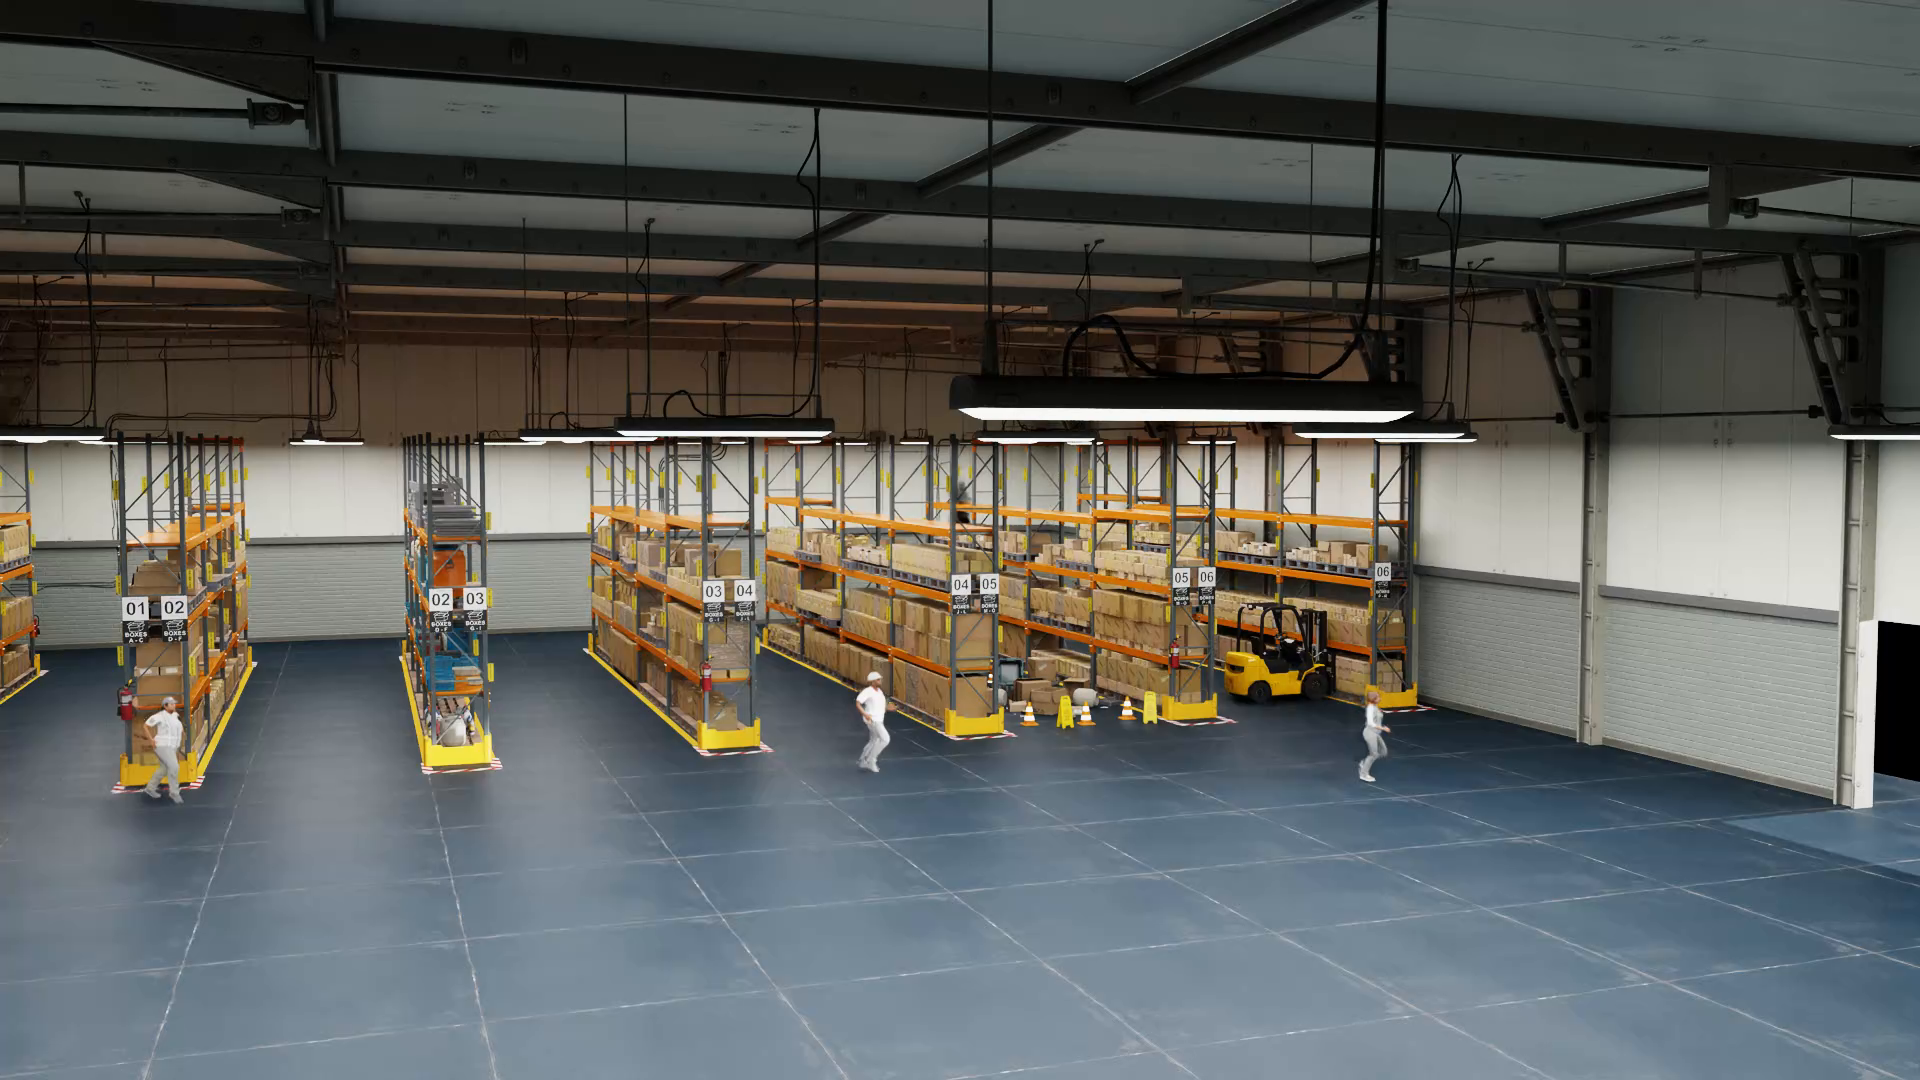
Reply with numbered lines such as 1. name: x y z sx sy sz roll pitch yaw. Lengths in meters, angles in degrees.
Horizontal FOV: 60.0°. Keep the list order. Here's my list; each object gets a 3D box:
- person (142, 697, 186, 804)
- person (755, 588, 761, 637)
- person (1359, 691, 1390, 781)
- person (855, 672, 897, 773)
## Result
1. person: -12.881 3.400 27.009 0.781 1.717 0.607 0 3 5
2. person: -6.313 2.170 49.395 0.778 1.647 0.705 -1 3 -10
3. person: 7.121 3.354 28.510 0.545 1.559 0.566 2 4 26
4. person: -1.485 3.219 29.415 0.700 1.773 0.673 1 3 15
